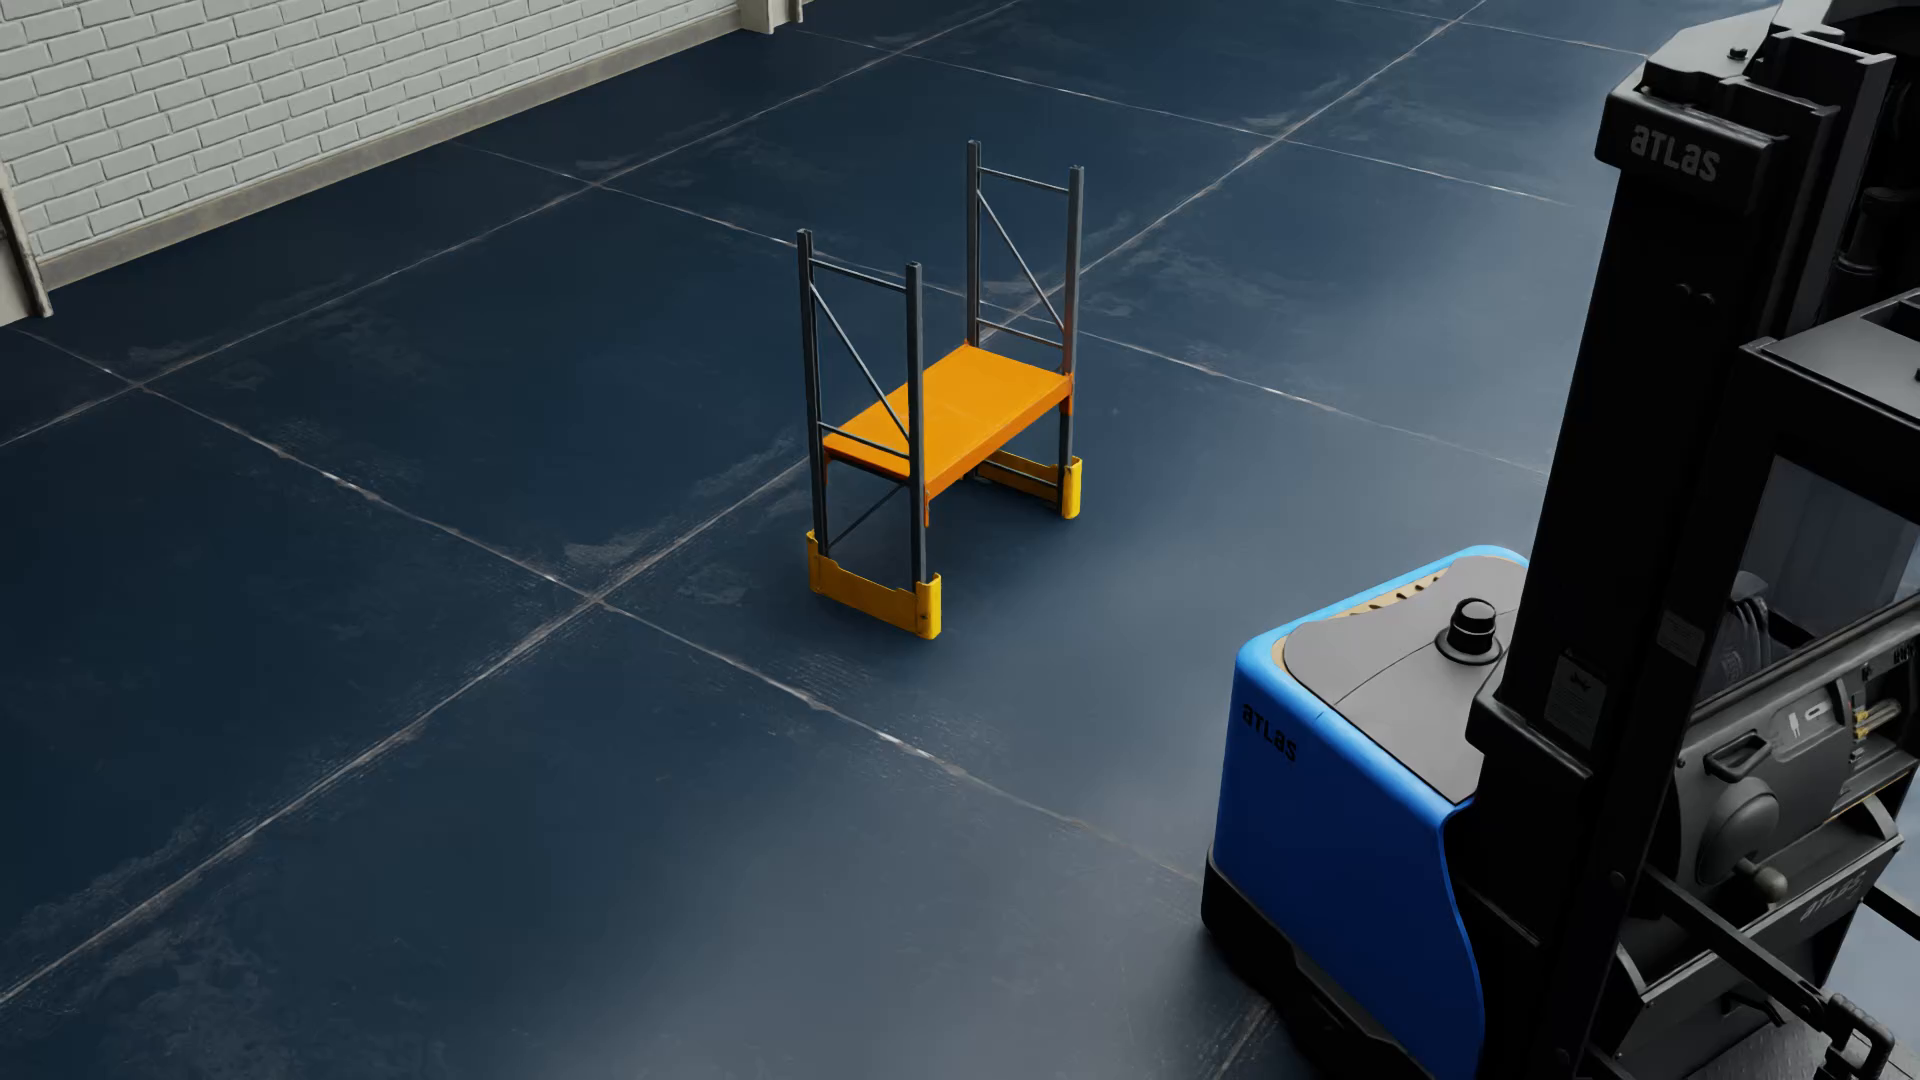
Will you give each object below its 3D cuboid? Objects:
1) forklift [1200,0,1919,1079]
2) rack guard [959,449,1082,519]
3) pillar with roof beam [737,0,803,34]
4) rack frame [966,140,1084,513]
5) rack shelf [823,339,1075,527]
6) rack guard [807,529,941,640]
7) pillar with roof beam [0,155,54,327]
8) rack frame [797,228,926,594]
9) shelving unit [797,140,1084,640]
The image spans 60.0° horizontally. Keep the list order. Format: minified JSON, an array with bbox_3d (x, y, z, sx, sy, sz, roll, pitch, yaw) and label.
[{"bbox_3d":[1.927,0.510,3.380,1.130,2.935,3.031,-19,39,-26],"label":"forklift"},{"bbox_3d":[0.240,-0.298,6.967,0.587,0.250,0.087,21,39,28],"label":"rack guard"},{"bbox_3d":[2.119,-6.220,7.914,9.100,9.000,0.400,21,39,28],"label":"pillar with roof beam"},{"bbox_3d":[0.241,-0.816,6.618,0.500,1.500,0.032,21,39,28],"label":"rack frame"},{"bbox_3d":[-0.049,-0.433,6.373,0.538,0.185,1.000,21,39,28],"label":"rack shelf"},{"bbox_3d":[-0.327,0.161,6.289,0.587,0.250,0.087,21,39,28],"label":"rack guard"},{"bbox_3d":[-1.302,-3.459,3.831,9.100,9.000,0.400,21,39,28],"label":"pillar with roof beam"},{"bbox_3d":[-0.338,-0.348,5.926,0.500,1.500,0.032,21,39,28],"label":"rack frame"},{"bbox_3d":[-0.043,-0.586,6.278,0.587,1.500,1.083,21,39,28],"label":"shelving unit"}]
